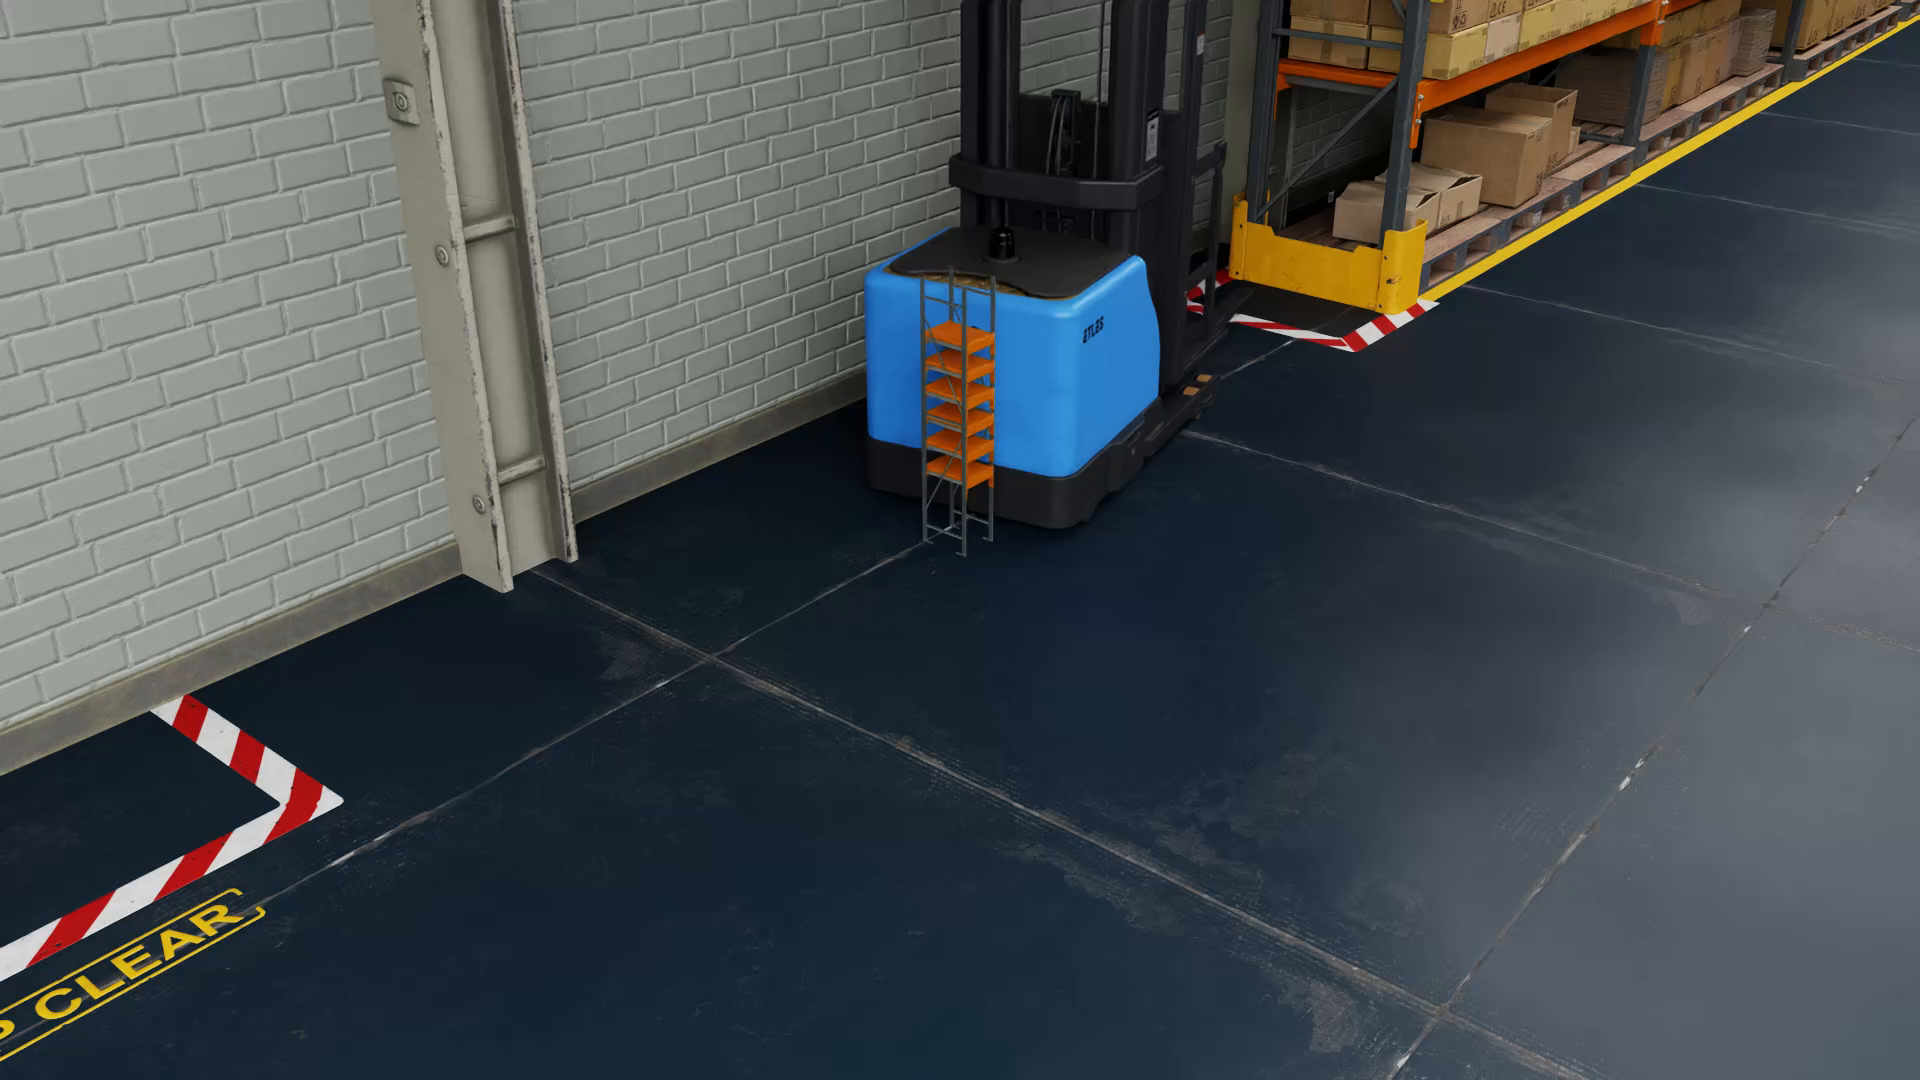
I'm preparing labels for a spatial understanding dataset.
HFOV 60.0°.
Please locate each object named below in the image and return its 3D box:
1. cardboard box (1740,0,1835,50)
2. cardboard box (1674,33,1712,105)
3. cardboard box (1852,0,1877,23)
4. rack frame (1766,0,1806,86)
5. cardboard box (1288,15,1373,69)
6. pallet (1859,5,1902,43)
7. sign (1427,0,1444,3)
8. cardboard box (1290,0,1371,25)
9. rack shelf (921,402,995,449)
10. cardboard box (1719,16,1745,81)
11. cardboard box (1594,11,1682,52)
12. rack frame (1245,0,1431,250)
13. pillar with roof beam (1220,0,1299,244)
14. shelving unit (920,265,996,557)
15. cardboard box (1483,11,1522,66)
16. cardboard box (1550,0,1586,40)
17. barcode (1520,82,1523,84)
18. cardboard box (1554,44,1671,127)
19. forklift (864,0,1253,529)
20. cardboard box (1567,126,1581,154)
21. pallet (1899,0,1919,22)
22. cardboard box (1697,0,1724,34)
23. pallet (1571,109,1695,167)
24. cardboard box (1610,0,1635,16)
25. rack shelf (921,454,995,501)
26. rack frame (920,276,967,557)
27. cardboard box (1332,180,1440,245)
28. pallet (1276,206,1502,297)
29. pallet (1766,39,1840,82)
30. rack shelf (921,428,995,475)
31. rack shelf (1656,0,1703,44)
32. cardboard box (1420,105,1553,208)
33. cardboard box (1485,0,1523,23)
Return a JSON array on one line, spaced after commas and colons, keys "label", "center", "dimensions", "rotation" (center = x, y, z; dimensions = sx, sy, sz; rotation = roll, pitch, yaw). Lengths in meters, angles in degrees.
[{"label": "cardboard box", "center": [7.828, -5.146, 15.815], "dimensions": [0.750, 0.750, 0.750], "rotation": [20, 34, 34]}, {"label": "cardboard box", "center": [5.816, -3.991, 13.942], "dimensions": [0.700, 0.500, 0.500], "rotation": [21, 34, 35]}, {"label": "cardboard box", "center": [8.927, -5.757, 16.996], "dimensions": [0.750, 0.750, 0.750], "rotation": [22, 35, 36]}, {"label": "rack frame", "center": [7.259, -5.692, 14.987], "dimensions": [1.000, 3.000, 0.127], "rotation": [21, 34, 34]}, {"label": "cardboard box", "center": [2.318, -3.020, 9.964], "dimensions": [0.500, 0.250, 0.500], "rotation": [21, 34, 35]}, {"label": "pallet", "center": [9.371, -5.576, 17.798], "dimensions": [1.003, 0.211, 1.213], "rotation": [21, 34, 34]}, {"label": "sign", "center": [2.589, -3.081, 8.999], "dimensions": [0.100, 0.325, 0.005], "rotation": [21, 34, 34]}, {"label": "cardboard box", "center": [2.306, -3.360, 9.805], "dimensions": [0.500, 0.500, 0.500], "rotation": [20, 34, 34]}, {"label": "rack shelf", "center": [-0.009, -0.488, 6.985], "dimensions": [0.258, 0.103, 0.180], "rotation": [21, 34, 34]}, {"label": "cardboard box", "center": [6.424, -4.358, 14.650], "dimensions": [0.700, 0.500, 0.500], "rotation": [21, 34, 34]}, {"label": "cardboard box", "center": [5.448, -4.115, 13.365], "dimensions": [0.500, 0.250, 0.500], "rotation": [20, 33, 33]}, {"label": "rack frame", "center": [2.171, -2.855, 9.505], "dimensions": [1.000, 3.000, 0.127], "rotation": [21, 34, 34]}, {"label": "pillar with roof beam", "center": [5.270, -4.763, 6.662], "dimensions": [9.100, 9.000, 0.400], "rotation": [21, 34, 34]}, {"label": "shelving unit", "center": [-0.009, -0.528, 6.964], "dimensions": [0.258, 1.200, 0.189], "rotation": [21, 34, 34]}, {"label": "cardboard box", "center": [3.045, -3.066, 10.053], "dimensions": [0.500, 0.250, 0.500], "rotation": [20, 33, 33]}, {"label": "cardboard box", "center": [3.697, -3.423, 10.744], "dimensions": [0.500, 0.250, 0.500], "rotation": [21, 34, 35]}, {"label": "barcode", "center": [4.186, -3.379, 12.411], "dimensions": [0.001, 0.075, 0.075], "rotation": [21, 34, 34]}, {"label": "cardboard box", "center": [5.170, -3.624, 13.233], "dimensions": [0.700, 0.500, 0.500], "rotation": [22, 35, 36]}, {"label": "forklift", "center": [0.692, -1.998, 7.921], "dimensions": [1.130, 2.935, 3.031], "rotation": [13, 30, 24]}, {"label": "cardboard box", "center": [4.398, -3.012, 12.412], "dimensions": [0.380, 0.166, 0.250], "rotation": [16, 31, 28]}, {"label": "pallet", "center": [10.348, -6.118, 18.846], "dimensions": [1.003, 0.211, 1.213], "rotation": [21, 34, 34]}, {"label": "cardboard box", "center": [6.107, -4.472, 14.055], "dimensions": [0.500, 0.250, 0.500], "rotation": [21, 34, 34]}, {"label": "pallet", "center": [5.209, -3.311, 13.421], "dimensions": [1.003, 0.211, 1.213], "rotation": [21, 34, 34]}, {"label": "cardboard box", "center": [4.324, -3.785, 11.443], "dimensions": [0.500, 0.250, 0.500], "rotation": [21, 34, 35]}, {"label": "rack shelf", "center": [-0.009, -0.275, 7.095], "dimensions": [0.258, 0.103, 0.180], "rotation": [21, 34, 34]}, {"label": "rack frame", "center": [-0.067, -0.495, 6.902], "dimensions": [0.240, 1.200, 0.006], "rotation": [21, 34, 34]}, {"label": "cardboard box", "center": [2.680, -2.075, 10.445], "dimensions": [0.500, 0.311, 0.500], "rotation": [17, 32, 29]}, {"label": "pallet", "center": [2.763, -1.921, 10.734], "dimensions": [1.003, 0.211, 1.213], "rotation": [21, 34, 34]}, {"label": "pallet", "center": [7.819, -4.711, 16.126], "dimensions": [1.003, 0.211, 1.213], "rotation": [21, 34, 34]}, {"label": "rack shelf", "center": [-0.009, -0.382, 7.040], "dimensions": [0.258, 0.103, 0.180], "rotation": [21, 34, 34]}, {"label": "rack shelf", "center": [5.987, -4.663, 13.782], "dimensions": [1.077, 0.370, 4.000], "rotation": [21, 34, 34]}, {"label": "cardboard box", "center": [3.548, -2.607, 11.266], "dimensions": [0.700, 0.500, 0.500], "rotation": [18, 33, 31]}, {"label": "cardboard box", "center": [3.028, -3.384, 9.853], "dimensions": [0.500, 0.500, 0.500], "rotation": [21, 34, 35]}]
